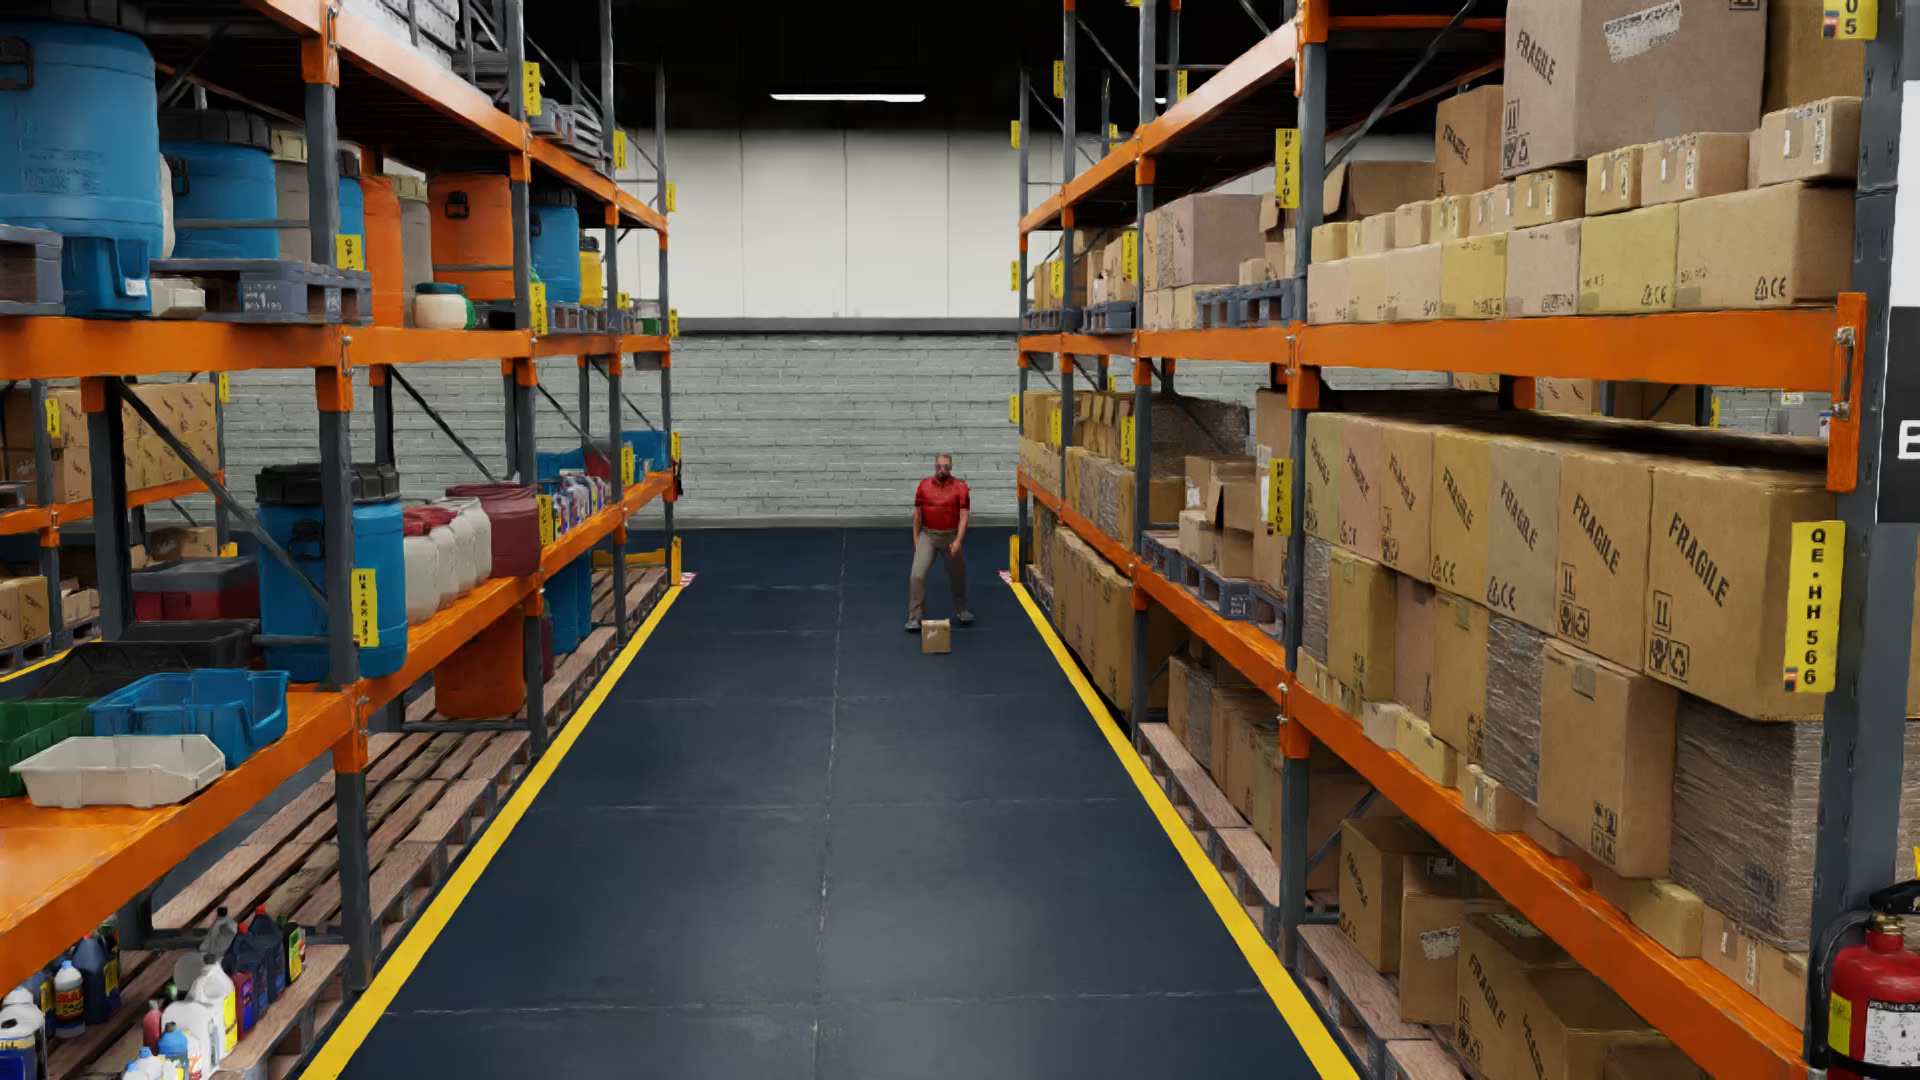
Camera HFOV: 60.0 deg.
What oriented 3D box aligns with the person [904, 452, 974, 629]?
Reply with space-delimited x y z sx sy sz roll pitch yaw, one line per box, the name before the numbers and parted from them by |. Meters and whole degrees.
person | -0.189 -0.009 15.995 0.615 1.679 0.806 1 7 7
